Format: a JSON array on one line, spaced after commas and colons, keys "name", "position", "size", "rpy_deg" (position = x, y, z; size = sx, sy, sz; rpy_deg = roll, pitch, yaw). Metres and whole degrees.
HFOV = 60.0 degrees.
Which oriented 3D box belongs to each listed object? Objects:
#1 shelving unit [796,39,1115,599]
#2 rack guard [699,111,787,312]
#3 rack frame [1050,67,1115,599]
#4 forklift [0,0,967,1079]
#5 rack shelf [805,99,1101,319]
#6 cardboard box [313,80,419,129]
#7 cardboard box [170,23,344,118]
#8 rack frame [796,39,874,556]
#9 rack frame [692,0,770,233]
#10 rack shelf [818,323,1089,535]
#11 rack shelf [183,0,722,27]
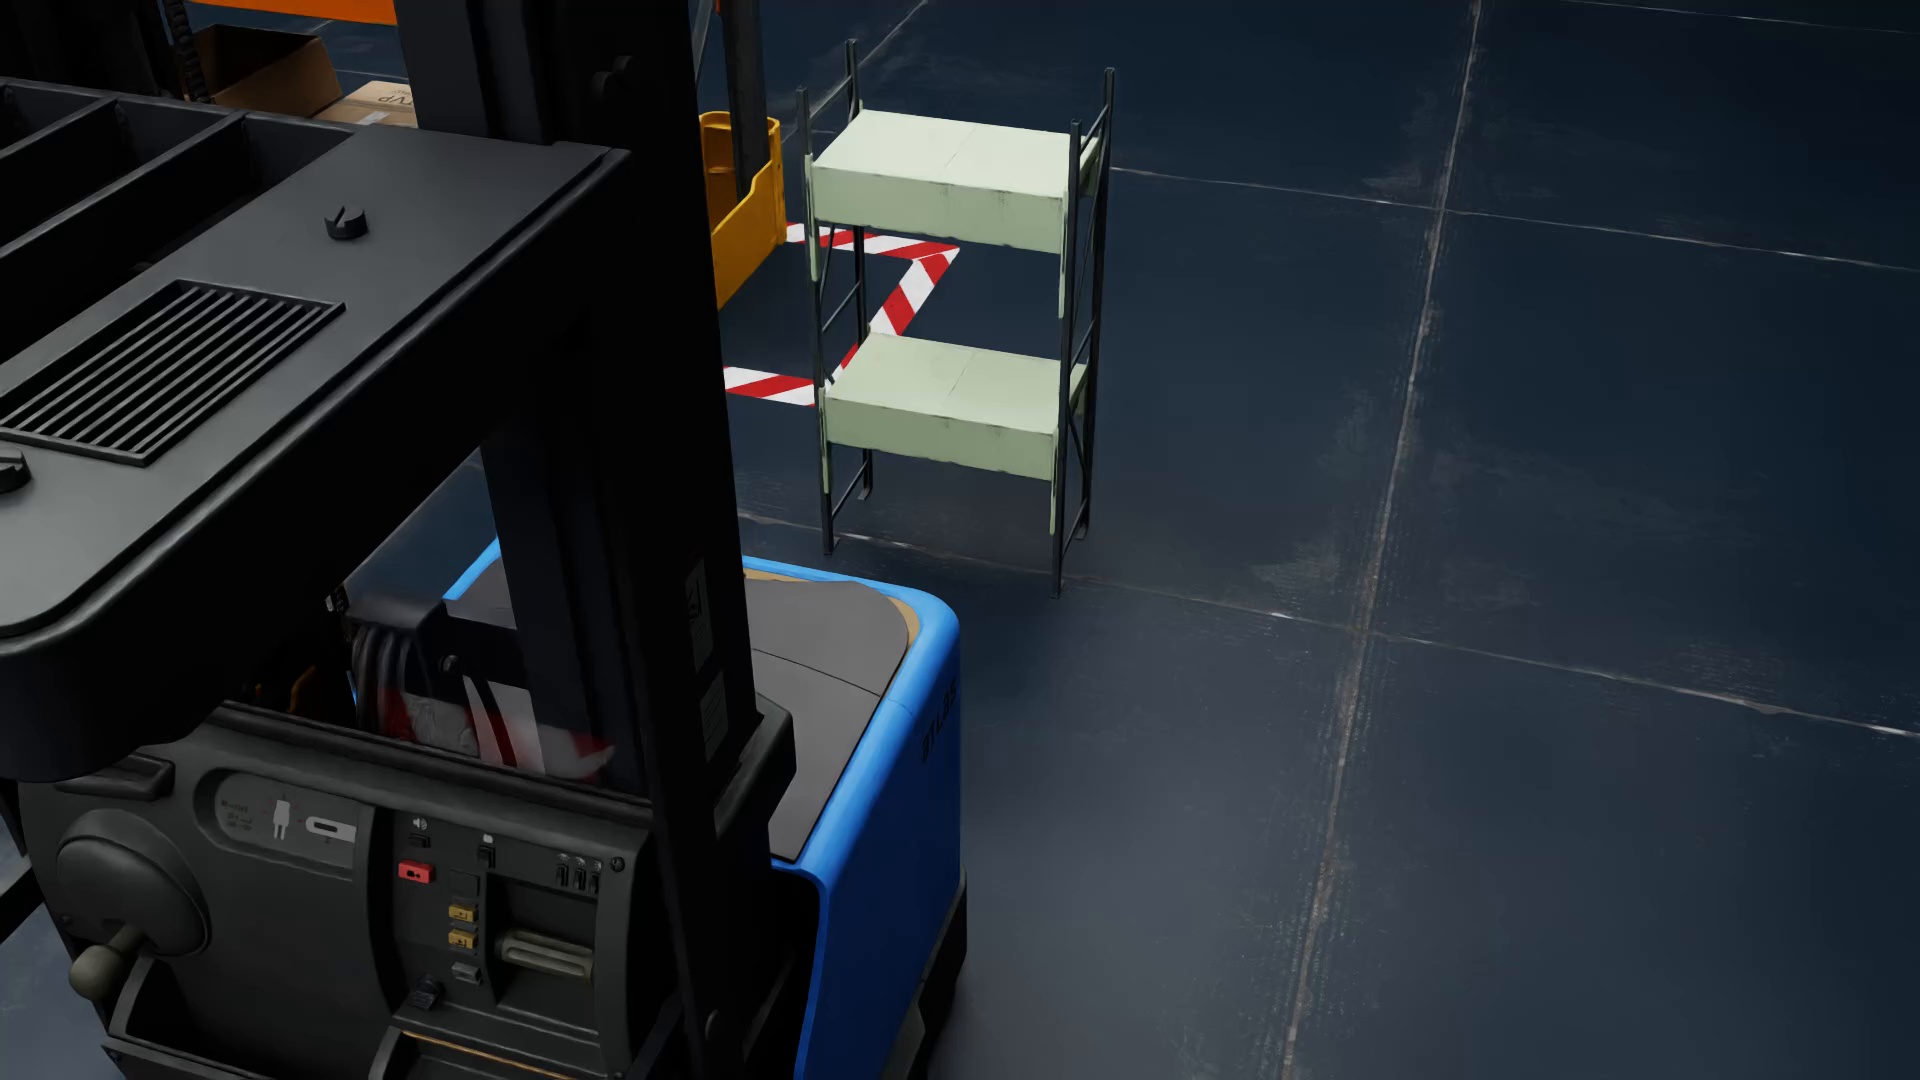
[{"name": "shelving unit", "position": [-0.006, -0.605, 4.807], "size": [0.755, 1.500, 0.431], "rpy_deg": [10, 38, 14]}, {"name": "rack guard", "position": [-1.046, -1.196, 6.453], "size": [0.348, 0.500, 1.175], "rpy_deg": [10, 38, 14]}, {"name": "rack frame", "position": [0.343, -0.541, 4.719], "size": [0.023, 1.500, 0.400], "rpy_deg": [10, 38, 14]}, {"name": "forklift", "position": [-0.912, 0.541, 2.042], "size": [1.130, 2.935, 3.031], "rpy_deg": [11, 38, 14]}, {"name": "rack shelf", "position": [-0.006, -0.919, 4.576], "size": [0.720, 0.370, 0.431], "rpy_deg": [10, 38, 14]}, {"name": "cardboard box", "position": [-2.363, -1.692, 6.967], "size": [0.500, 0.250, 0.500], "rpy_deg": [10, 38, 14]}, {"name": "cardboard box", "position": [-2.997, -1.739, 6.817], "size": [0.637, 0.503, 0.797], "rpy_deg": [10, 38, 14]}, {"name": "rack frame", "position": [-0.356, -0.670, 4.895], "size": [0.023, 1.500, 0.400], "rpy_deg": [10, 38, 14]}, {"name": "rack frame", "position": [-0.974, -2.189, 5.694], "size": [0.127, 3.000, 1.000], "rpy_deg": [10, 38, 14]}, {"name": "rack shelf", "position": [-0.006, -0.343, 5.000], "size": [0.720, 0.370, 0.431], "rpy_deg": [10, 38, 14]}, {"name": "rack shelf", "position": [-2.883, -2.253, 6.388], "size": [4.000, 0.370, 1.077], "rpy_deg": [10, 38, 14]}]
